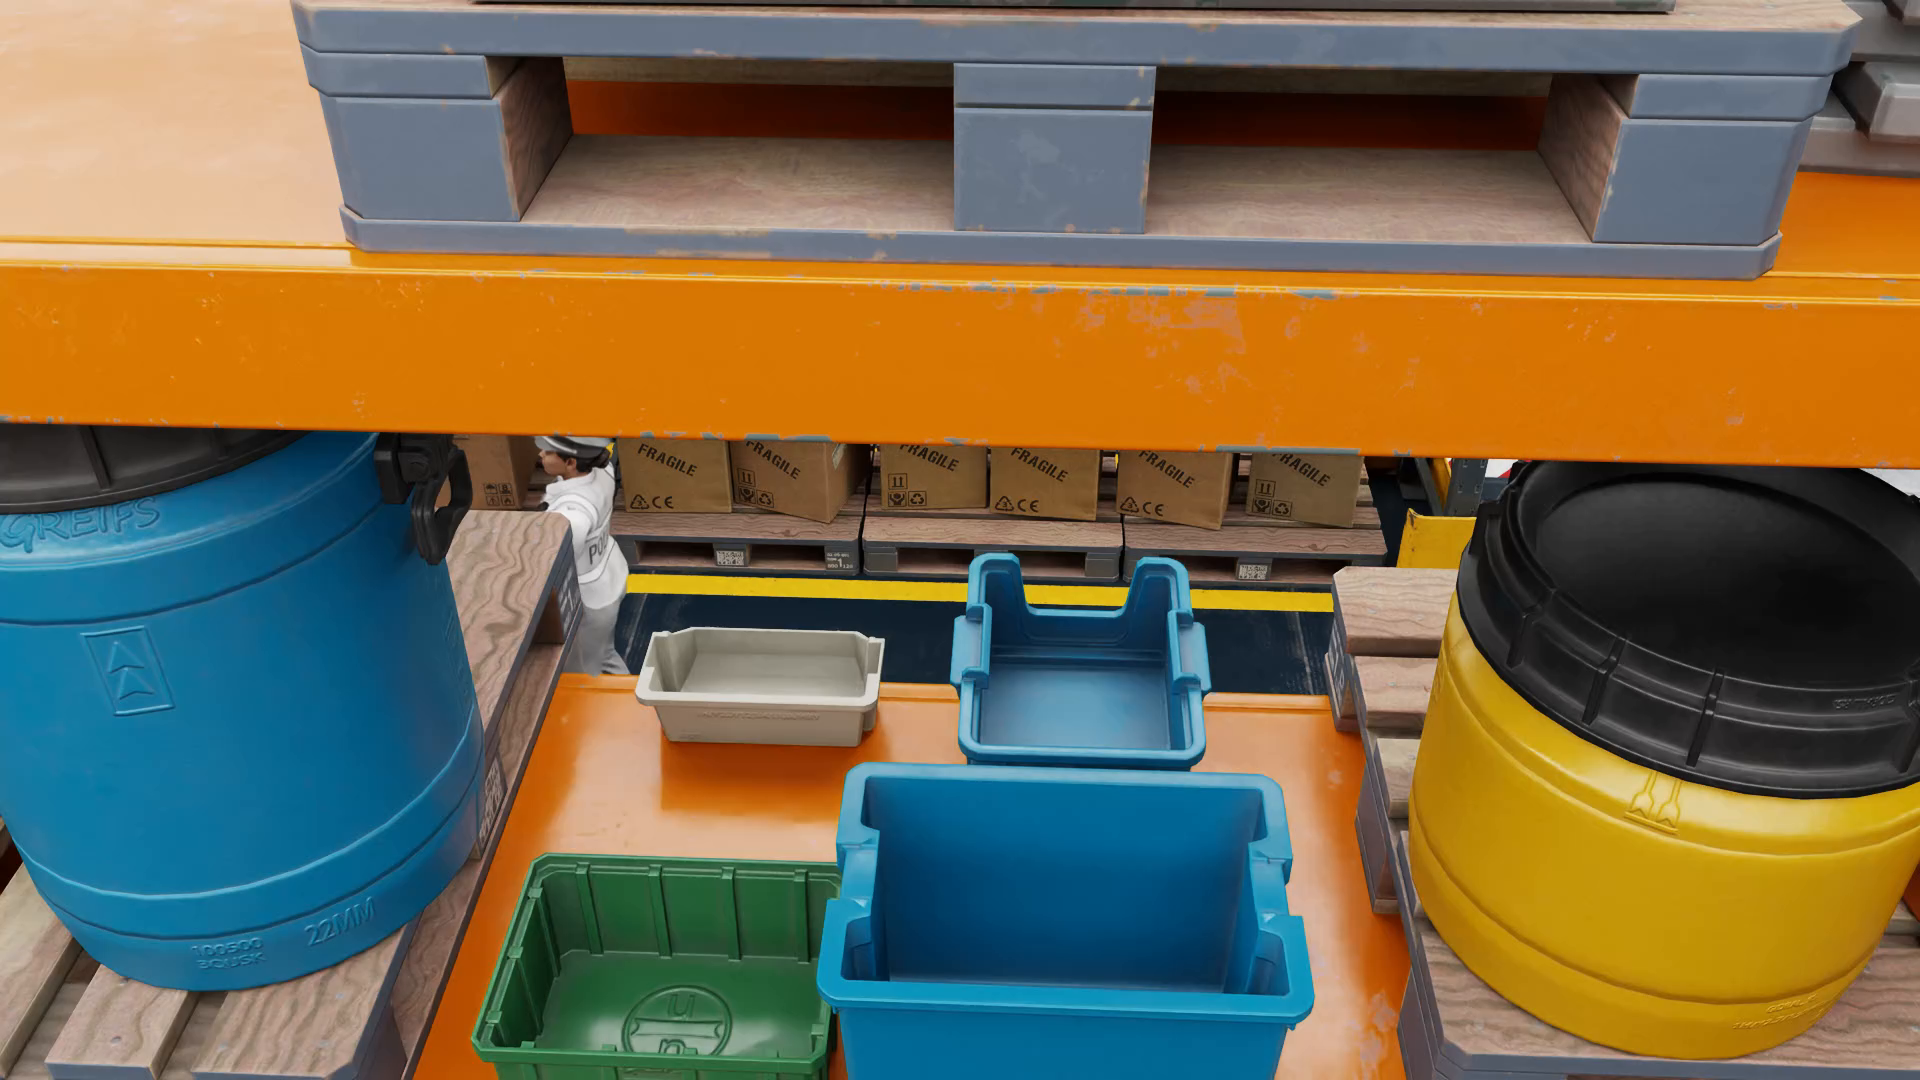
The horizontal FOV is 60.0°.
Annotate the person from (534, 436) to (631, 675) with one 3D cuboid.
[{"bbox_3d":[-1.498,0.211,6.337,0.543,1.688,0.459,2,36,3],"label":"person"}]
